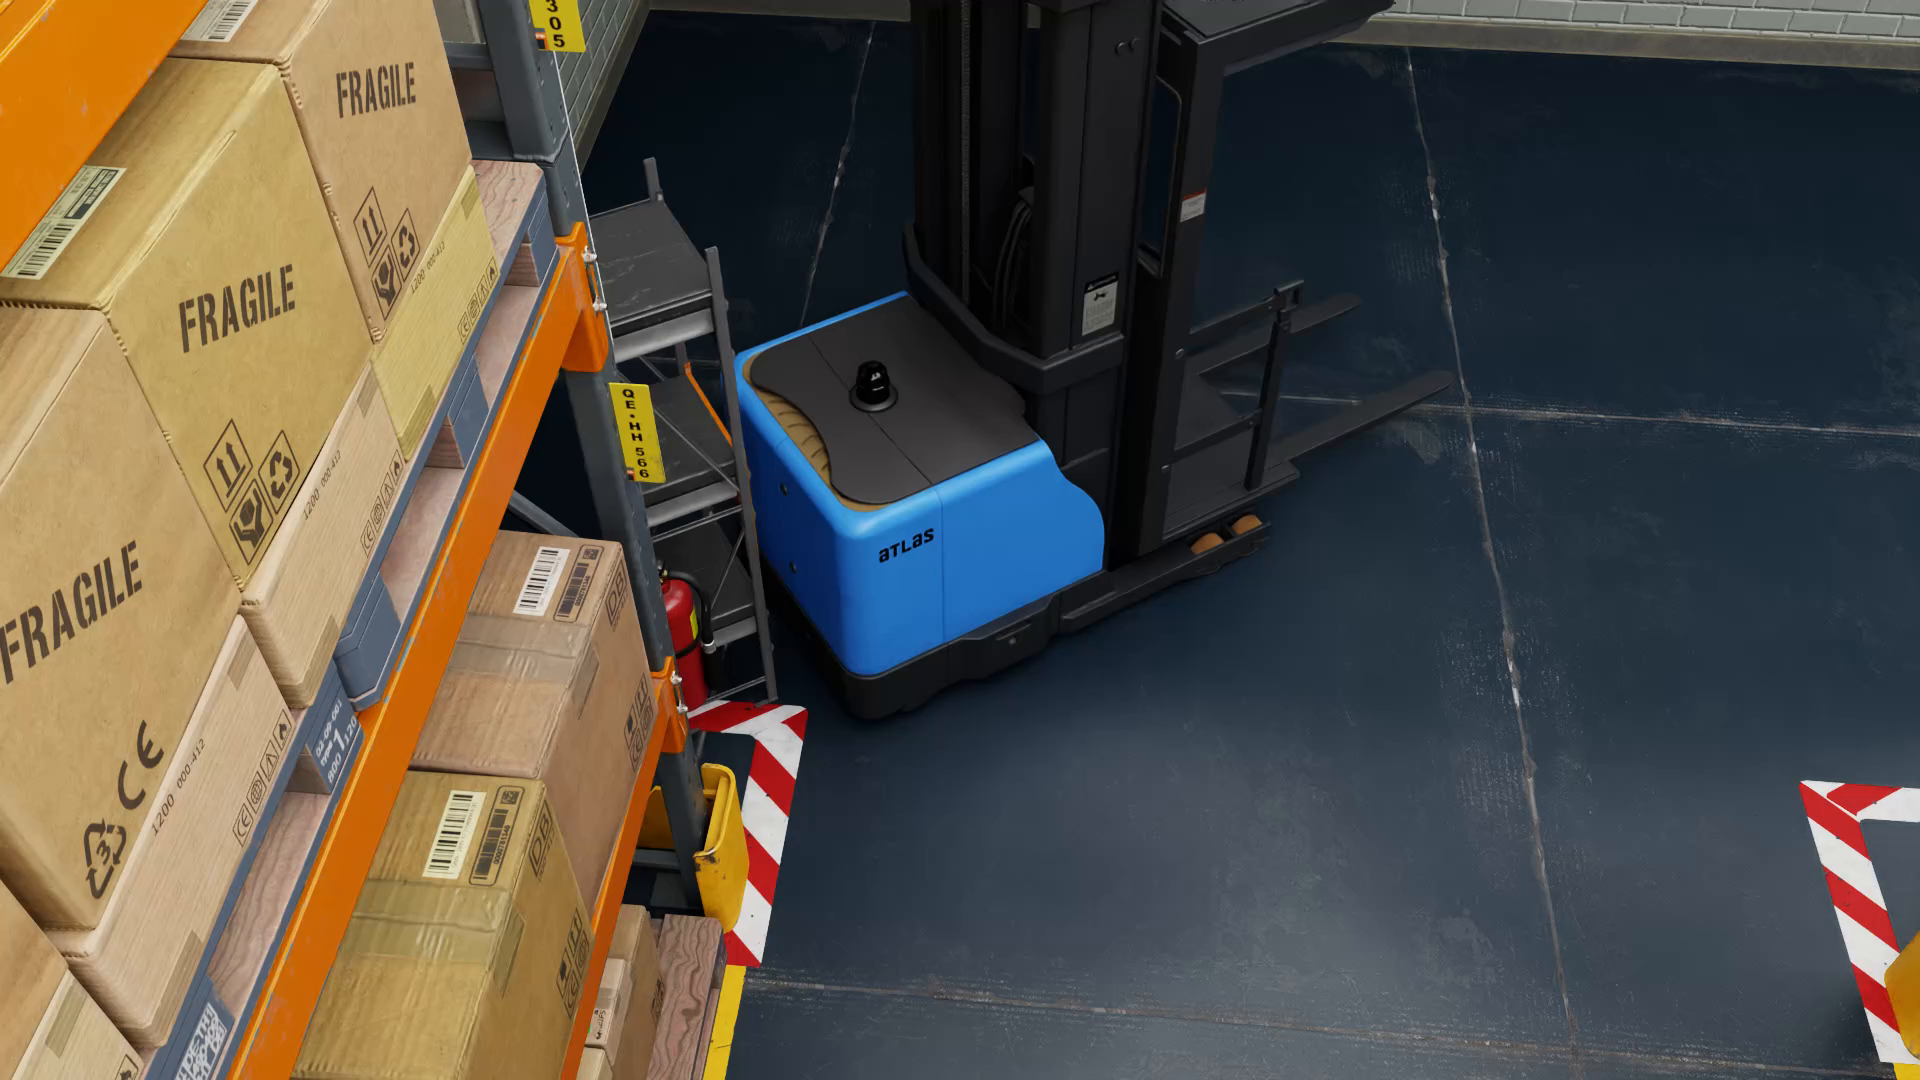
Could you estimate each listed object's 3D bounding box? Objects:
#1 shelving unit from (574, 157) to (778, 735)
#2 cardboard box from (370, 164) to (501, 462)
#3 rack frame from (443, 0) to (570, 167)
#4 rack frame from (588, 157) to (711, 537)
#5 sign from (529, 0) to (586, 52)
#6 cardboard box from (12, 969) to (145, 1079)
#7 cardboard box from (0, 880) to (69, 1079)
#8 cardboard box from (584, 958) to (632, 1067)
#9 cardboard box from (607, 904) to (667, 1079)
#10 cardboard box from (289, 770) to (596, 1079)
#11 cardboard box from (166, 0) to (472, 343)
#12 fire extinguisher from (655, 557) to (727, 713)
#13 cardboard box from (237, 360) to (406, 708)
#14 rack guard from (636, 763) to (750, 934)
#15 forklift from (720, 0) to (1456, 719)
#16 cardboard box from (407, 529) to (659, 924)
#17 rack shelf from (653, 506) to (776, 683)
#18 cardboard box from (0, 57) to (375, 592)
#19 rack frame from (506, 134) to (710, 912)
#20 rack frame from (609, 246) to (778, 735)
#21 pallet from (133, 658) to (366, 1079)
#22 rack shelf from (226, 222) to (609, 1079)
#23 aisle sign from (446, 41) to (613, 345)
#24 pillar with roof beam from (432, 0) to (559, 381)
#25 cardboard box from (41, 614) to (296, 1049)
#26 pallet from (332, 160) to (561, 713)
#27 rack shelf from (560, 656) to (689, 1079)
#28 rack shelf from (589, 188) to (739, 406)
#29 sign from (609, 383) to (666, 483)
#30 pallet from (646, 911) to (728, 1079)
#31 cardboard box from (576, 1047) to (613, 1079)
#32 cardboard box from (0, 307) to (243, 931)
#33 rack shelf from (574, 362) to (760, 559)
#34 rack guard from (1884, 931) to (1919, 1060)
[{"bbox_3d":[-0.976,-0.205,5.541,0.431,2.100,0.503,-21,51,-18],"label":"shelving unit"},{"bbox_3d":[-1.125,-0.414,2.838,0.500,0.250,0.500,5,48,5],"label":"cardboard box"},{"bbox_3d":[-1.323,-1.857,2.376,1.000,3.000,0.127,4,48,4],"label":"rack frame"},{"bbox_3d":[-1.091,-0.364,5.686,0.400,2.100,0.015,-21,51,-18],"label":"rack frame"},{"bbox_3d":[-0.784,-1.070,3.143,0.100,0.325,0.005,4,48,4],"label":"sign"},{"bbox_3d":[-1.262,0.729,1.793,0.500,0.250,0.500,3,48,2],"label":"cardboard box"},{"bbox_3d":[-1.263,0.470,1.522,0.500,0.500,0.500,4,48,4],"label":"cardboard box"},{"bbox_3d":[-1.117,1.278,4.544,0.380,0.149,0.250,3,48,3],"label":"cardboard box"},{"bbox_3d":[-1.287,1.391,4.881,0.700,0.500,0.500,4,48,4],"label":"cardboard box"},{"bbox_3d":[-1.414,0.977,3.646,0.980,0.700,0.700,4,48,3],"label":"cardboard box"},{"bbox_3d":[-1.118,-0.667,2.561,0.500,0.500,0.500,4,48,3],"label":"cardboard box"},{"bbox_3d":[-0.849,0.240,4.829,0.296,0.674,0.183,4,48,4],"label":"fire extinguisher"},{"bbox_3d":[-1.171,-0.031,2.488,0.500,0.250,0.500,2,48,2],"label":"cardboard box"},{"bbox_3d":[-1.320,0.994,5.528,1.175,0.500,0.348,4,48,4],"label":"rack guard"},{"bbox_3d":[0.657,-1.165,5.855,3.031,2.935,1.130,-24,52,-20],"label":"forklift"},{"bbox_3d":[-1.359,0.442,4.136,0.980,0.700,0.700,6,48,5],"label":"cardboard box"},{"bbox_3d":[-0.976,0.277,6.067,0.431,0.518,0.480,-21,51,-18],"label":"rack shelf"},{"bbox_3d":[-1.174,-0.300,2.225,0.500,0.500,0.500,5,48,5],"label":"cardboard box"},{"bbox_3d":[-1.323,0.168,4.590,1.000,3.000,0.127,4,48,4],"label":"rack frame"},{"bbox_3d":[-0.862,-0.046,5.395,0.400,2.100,0.015,-21,51,-18],"label":"rack frame"},{"bbox_3d":[-1.488,0.630,2.194,1.003,0.211,1.213,4,48,4],"label":"pallet"},{"bbox_3d":[-1.505,0.868,2.404,1.077,0.370,4.000,4,48,4],"label":"rack shelf"},{"bbox_3d":[-1.017,-0.743,3.661,0.394,0.787,0.004,4,48,4],"label":"aisle sign"},{"bbox_3d":[2.349,-3.610,3.979,9.100,9.000,0.400,4,48,4],"label":"pillar with roof beam"},{"bbox_3d":[-1.214,0.352,2.138,0.500,0.250,0.500,3,48,2],"label":"cardboard box"},{"bbox_3d":[-1.380,-0.269,3.017,1.003,0.211,1.213,4,48,4],"label":"pallet"},{"bbox_3d":[-1.505,1.880,3.511,1.077,0.370,4.000,4,48,4],"label":"rack shelf"},{"bbox_3d":[-0.976,-0.668,5.034,0.431,0.518,0.480,-21,51,-18],"label":"rack shelf"},{"bbox_3d":[-0.784,-0.256,4.033,0.100,0.325,0.005,4,48,4],"label":"sign"},{"bbox_3d":[-1.318,1.702,5.077,1.003,0.211,1.213,4,48,4],"label":"pallet"},{"bbox_3d":[-1.140,1.466,4.372,0.380,0.149,0.250,5,48,5],"label":"cardboard box"},{"bbox_3d":[-1.213,0.084,1.874,0.500,0.500,0.500,2,48,2],"label":"cardboard box"},{"bbox_3d":[-0.976,-0.196,5.551,0.431,0.518,0.480,-21,51,-18],"label":"rack shelf"},{"bbox_3d":[3.604,1.397,5.159,1.175,0.500,0.348,4,48,4],"label":"rack guard"}]
